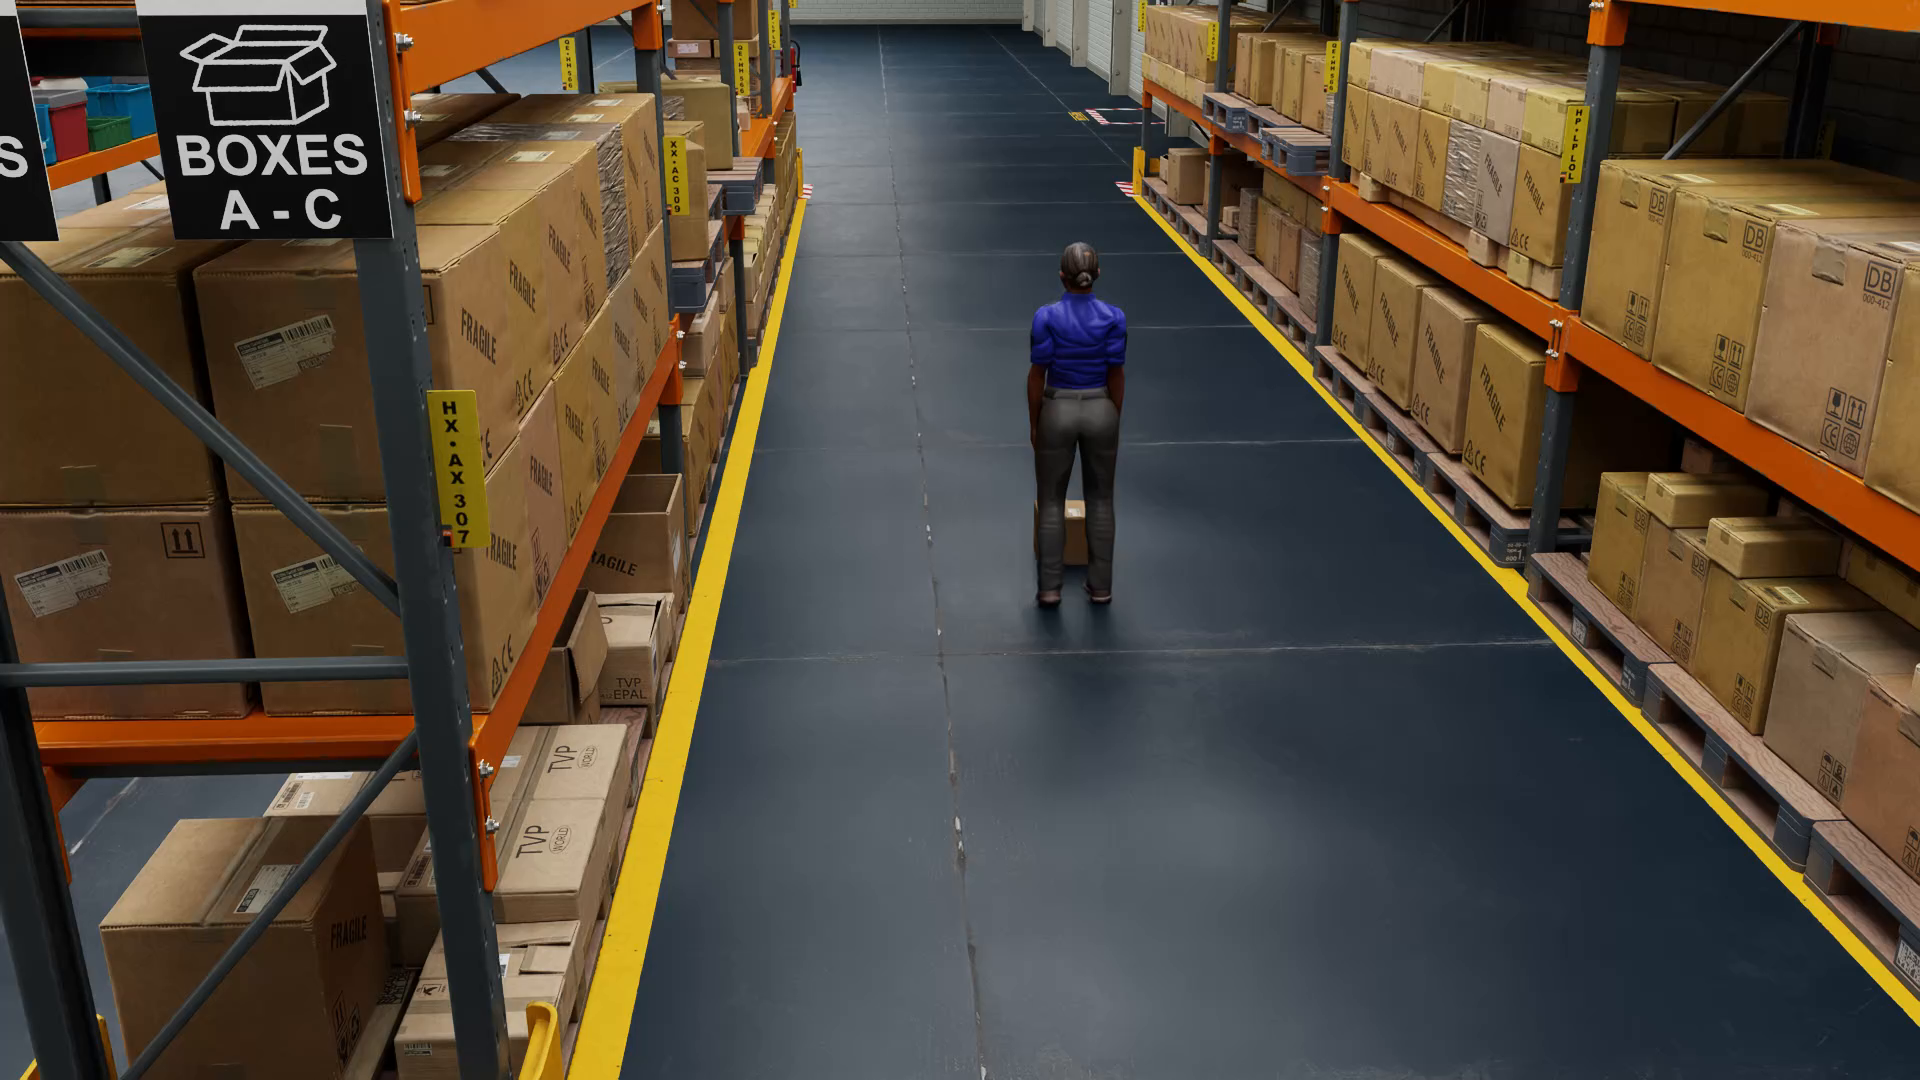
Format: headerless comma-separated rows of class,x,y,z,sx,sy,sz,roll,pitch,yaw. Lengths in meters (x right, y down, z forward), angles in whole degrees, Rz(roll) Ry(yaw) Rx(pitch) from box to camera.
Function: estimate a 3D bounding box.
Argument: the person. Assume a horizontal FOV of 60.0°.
person,0.510,-0.509,7.473,0.438,1.664,0.300,-1,21,-2
